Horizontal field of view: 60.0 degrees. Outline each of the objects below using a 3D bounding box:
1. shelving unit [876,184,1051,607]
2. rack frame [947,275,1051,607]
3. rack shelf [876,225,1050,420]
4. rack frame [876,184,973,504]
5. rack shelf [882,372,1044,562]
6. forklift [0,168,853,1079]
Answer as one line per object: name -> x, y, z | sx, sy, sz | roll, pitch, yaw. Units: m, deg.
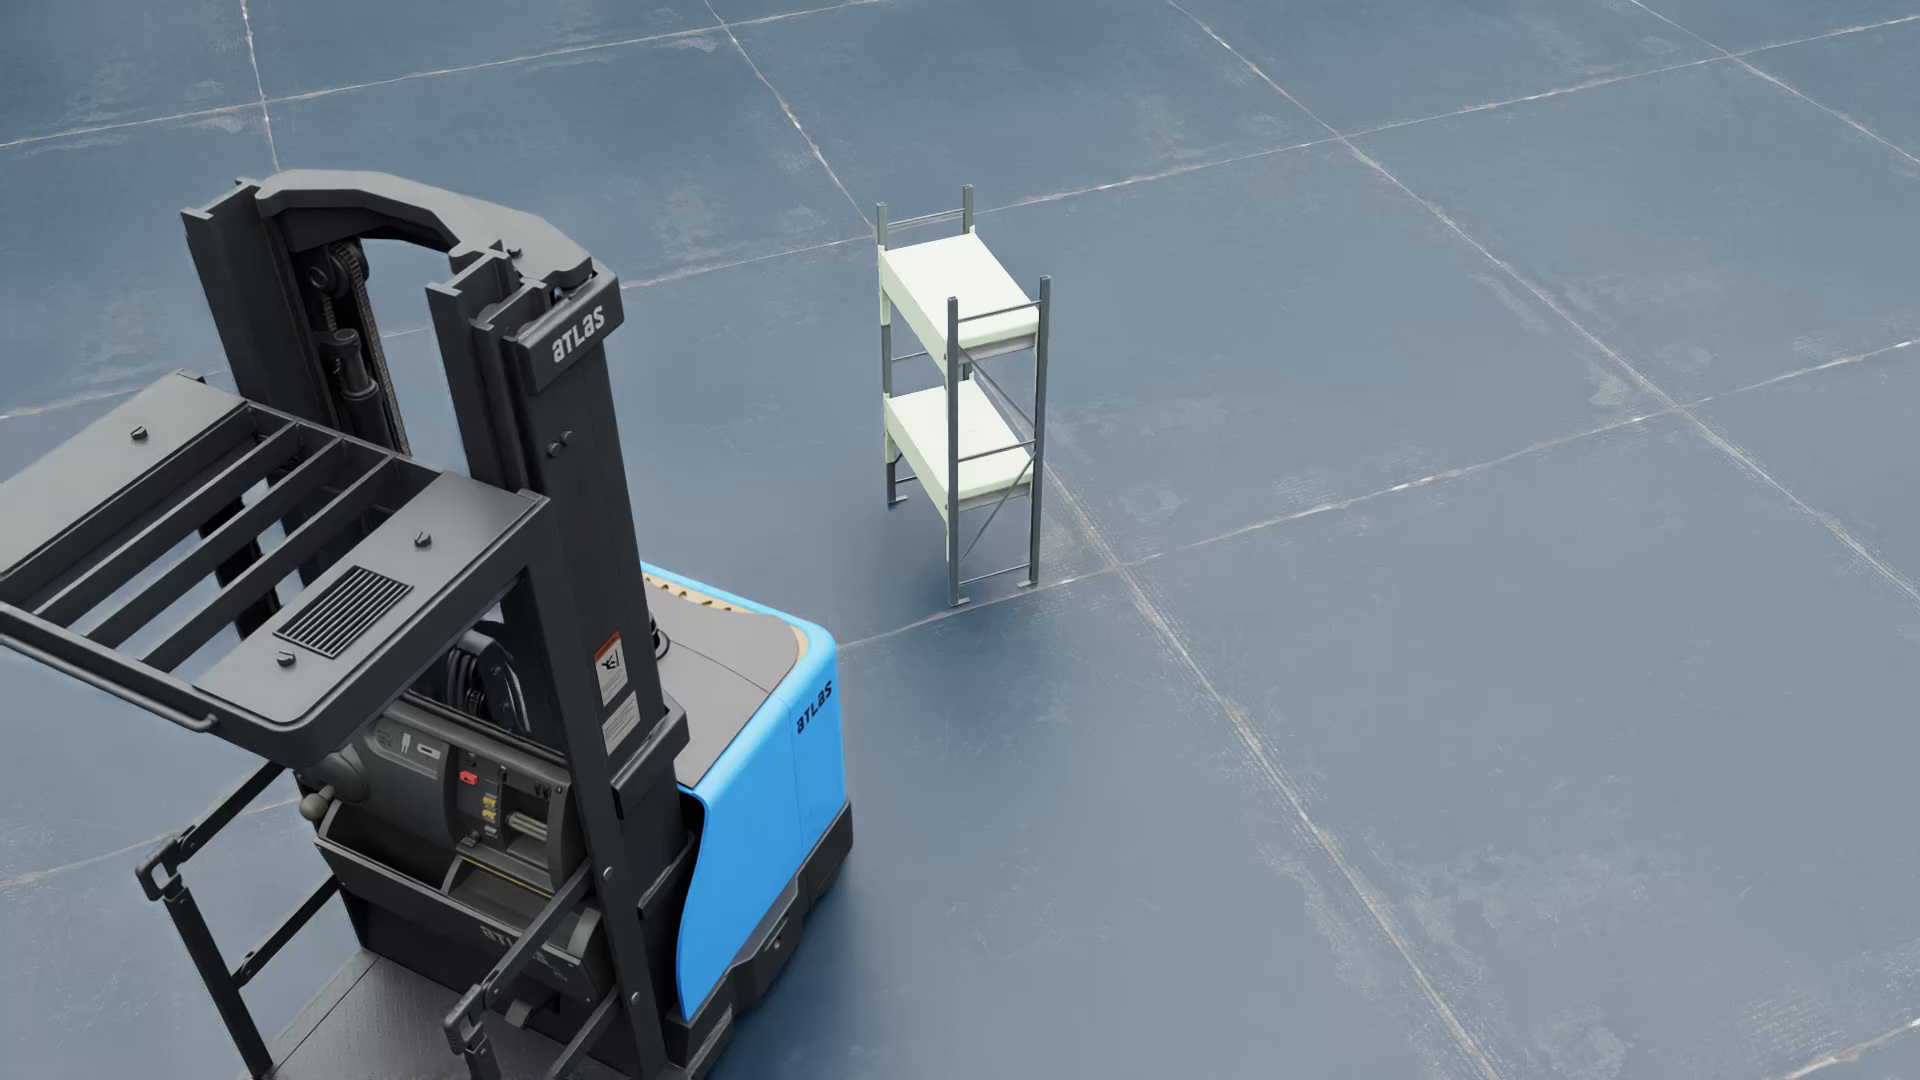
shelving unit -> 0.003, -0.565, 6.756 | 0.431, 1.500, 0.755 | -15, 43, -17
rack frame -> 0.143, -0.344, 6.500 | 0.400, 1.500, 0.023 | -15, 43, -17
rack shelf -> 0.003, -0.861, 6.502 | 0.431, 0.370, 0.720 | -15, 43, -17
rack frame -> -0.137, -0.785, 7.013 | 0.400, 1.500, 0.023 | -15, 43, -17
rack shelf -> 0.003, -0.317, 6.969 | 0.431, 0.370, 0.720 | -15, 43, -17
forklift -> -1.491, 0.708, 4.179 | 1.130, 2.935, 3.031 | 18, 44, 20
